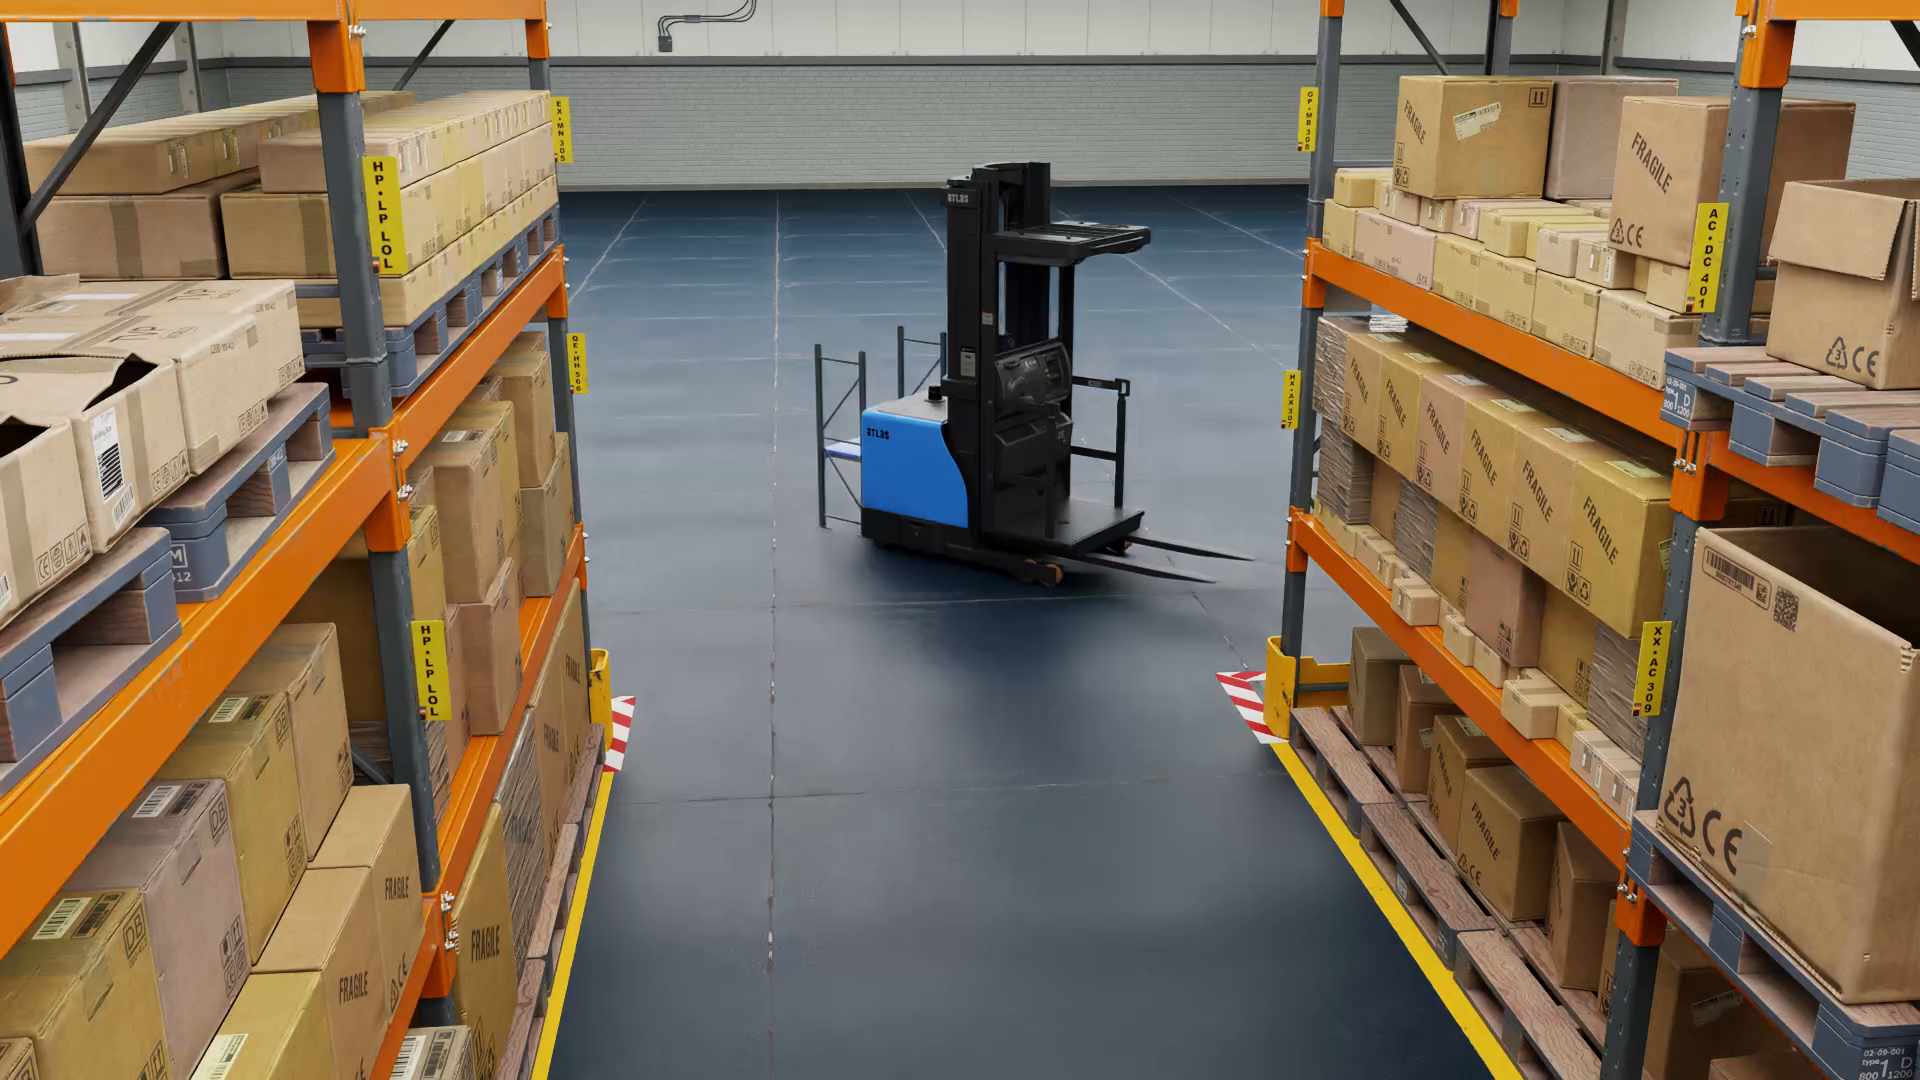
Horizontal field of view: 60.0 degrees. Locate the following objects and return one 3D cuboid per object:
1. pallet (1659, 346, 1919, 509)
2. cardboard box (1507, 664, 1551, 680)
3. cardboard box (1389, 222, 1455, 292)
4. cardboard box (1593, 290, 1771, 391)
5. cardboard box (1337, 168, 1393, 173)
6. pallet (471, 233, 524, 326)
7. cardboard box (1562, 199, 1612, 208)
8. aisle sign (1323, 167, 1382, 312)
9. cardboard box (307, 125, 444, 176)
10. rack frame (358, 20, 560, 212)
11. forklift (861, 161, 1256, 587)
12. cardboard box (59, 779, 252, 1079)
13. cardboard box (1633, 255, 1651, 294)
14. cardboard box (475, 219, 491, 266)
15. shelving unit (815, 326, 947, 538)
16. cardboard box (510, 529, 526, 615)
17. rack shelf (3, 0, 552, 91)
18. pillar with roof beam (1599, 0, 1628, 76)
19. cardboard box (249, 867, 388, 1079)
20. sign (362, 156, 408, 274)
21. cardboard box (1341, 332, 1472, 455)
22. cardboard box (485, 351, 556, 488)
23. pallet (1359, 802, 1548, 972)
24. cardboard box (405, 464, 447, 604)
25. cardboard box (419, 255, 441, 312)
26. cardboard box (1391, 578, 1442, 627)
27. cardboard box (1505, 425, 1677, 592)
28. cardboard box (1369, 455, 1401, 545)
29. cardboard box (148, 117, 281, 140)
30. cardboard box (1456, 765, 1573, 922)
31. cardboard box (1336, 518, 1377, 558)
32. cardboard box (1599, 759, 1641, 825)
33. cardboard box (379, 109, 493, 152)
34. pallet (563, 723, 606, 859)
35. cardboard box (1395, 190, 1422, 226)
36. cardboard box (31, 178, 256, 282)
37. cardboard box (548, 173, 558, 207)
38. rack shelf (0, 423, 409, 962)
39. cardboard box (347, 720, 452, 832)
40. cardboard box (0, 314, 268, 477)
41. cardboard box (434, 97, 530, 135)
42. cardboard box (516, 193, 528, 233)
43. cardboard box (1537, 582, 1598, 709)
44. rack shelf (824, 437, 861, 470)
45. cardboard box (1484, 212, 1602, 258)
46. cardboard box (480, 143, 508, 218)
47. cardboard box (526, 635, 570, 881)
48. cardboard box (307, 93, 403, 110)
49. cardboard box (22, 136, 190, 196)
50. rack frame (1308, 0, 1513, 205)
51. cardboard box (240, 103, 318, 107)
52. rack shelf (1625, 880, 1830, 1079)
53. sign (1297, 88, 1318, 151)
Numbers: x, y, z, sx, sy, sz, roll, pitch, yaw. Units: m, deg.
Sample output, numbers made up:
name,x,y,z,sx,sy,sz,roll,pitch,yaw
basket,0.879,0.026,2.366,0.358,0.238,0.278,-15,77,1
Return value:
name,x,y,z,sx,sy,sz,roll,pitch,yaw
pallet,2.742,-0.342,4.563,1.213,0.211,1.003,-2,18,-6
cardboard box,2.457,0.577,6.752,0.380,0.149,0.250,-2,18,-6
cardboard box,2.271,-1.286,7.508,0.500,0.250,0.500,-2,18,-6
cardboard box,2.478,-0.675,5.561,0.500,0.250,0.500,-1,17,-4
cardboard box,2.171,-1.840,8.606,0.380,0.149,0.250,-2,18,-6
pallet,-2.356,-1.060,6.685,1.003,0.211,1.213,-2,18,-6
cardboard box,2.820,-1.385,7.158,0.380,0.149,0.250,-3,18,-8
aisle sign,2.067,-1.629,9.017,0.394,0.787,0.004,-2,18,-6
cardboard box,-1.912,-1.274,5.441,0.380,0.149,0.250,-2,18,-6
rack frame,-2.572,-3.118,8.086,1.000,3.000,0.127,-2,18,-6
forklift,0.717,-1.237,12.224,3.031,2.935,1.130,12,21,34
cardboard box,-1.995,0.862,3.586,0.700,0.500,0.500,-2,18,-5
cardboard box,2.527,-0.908,5.637,0.380,0.149,0.250,-2,17,-5
cardboard box,-1.992,-1.122,6.287,0.380,0.149,0.250,-2,18,-6
shelving unit,-0.625,-0.901,13.544,0.538,1.500,1.048,13,22,36
cardboard box,-2.477,0.115,7.551,0.875,0.550,0.550,-2,18,-6
rack shelf,-2.365,-1.988,6.356,1.077,0.370,4.000,-2,18,-6
pillar with roof beam,10.709,-12.324,37.408,9.100,9.000,0.400,-2,18,-6
cardboard box,-1.787,1.186,4.225,0.500,0.500,0.500,-2,18,-6
sign,-1.620,-0.912,4.678,0.100,0.325,0.005,-2,18,-6
cardboard box,2.202,-0.724,8.144,0.500,0.500,0.500,-2,18,-6
cardboard box,-2.424,-0.570,7.932,0.875,0.550,0.550,-2,18,-6
pallet,2.551,1.580,7.793,1.003,0.211,1.213,-2,18,-6
cardboard box,-2.335,0.078,5.869,0.875,0.550,0.550,-2,18,-6
cardboard box,-1.887,-0.820,5.324,0.380,0.149,0.250,-2,18,-5
cardboard box,2.223,0.283,7.688,0.380,0.149,0.250,-2,18,-6
cardboard box,2.412,-0.129,6.246,0.500,0.500,0.500,-2,18,-6
cardboard box,2.573,-0.259,8.330,0.875,0.500,0.500,-2,18,-6
cardboard box,-2.619,-1.405,5.857,0.380,0.149,0.250,-2,18,-5
cardboard box,2.575,1.331,7.400,0.500,0.500,0.500,-3,18,-11
cardboard box,2.182,-0.017,8.643,0.380,0.149,0.250,-2,18,-6
cardboard box,2.470,0.877,5.794,0.380,0.149,0.250,-2,18,-6
cardboard box,-2.016,-1.576,6.402,0.380,0.149,0.250,-2,18,-6
pallet,-2.411,1.310,8.651,1.003,0.211,1.213,-2,18,-6
cardboard box,2.228,-1.532,7.627,0.380,0.149,0.250,-2,18,-6
cardboard box,-2.465,-0.953,5.081,0.500,0.250,0.500,-2,18,-6
cardboard box,-2.200,-1.727,8.213,0.380,0.149,0.250,-2,18,-6
rack shelf,-1.953,0.444,2.949,1.077,0.370,4.000,-2,18,-6
cardboard box,-2.209,0.755,5.515,0.875,0.550,0.550,-2,18,-6
cardboard box,-1.813,-0.311,3.534,0.500,0.250,0.500,-2,18,-6
cardboard box,-2.120,-1.878,7.364,0.380,0.149,0.250,-1,17,-5
cardboard box,-2.095,-1.423,7.247,0.380,0.149,0.250,-2,18,-6
cardboard box,2.783,0.337,6.433,0.875,0.500,0.500,-2,18,-6
rack shelf,-0.625,-0.730,13.598,0.538,0.185,1.000,13,22,36
cardboard box,2.323,-1.218,6.625,0.380,0.149,0.250,-1,17,-3
cardboard box,-2.090,-1.420,6.569,0.500,0.250,0.500,-2,18,-5
cardboard box,-2.343,1.019,7.768,0.875,0.875,0.875,-2,18,-7
cardboard box,-2.829,-2.012,7.790,0.380,0.149,0.250,-2,18,-5
cardboard box,-2.514,-1.103,4.896,0.380,0.149,0.250,-2,18,-6
rack frame,2.372,-3.241,8.478,1.000,3.000,0.127,-2,18,-6
cardboard box,-2.724,-1.708,6.821,0.380,0.149,0.250,-2,18,-6
rack shelf,2.991,1.752,3.791,1.077,0.370,4.000,-2,18,-6
sign,1.833,-2.210,8.743,0.100,0.325,0.005,-2,18,-6
